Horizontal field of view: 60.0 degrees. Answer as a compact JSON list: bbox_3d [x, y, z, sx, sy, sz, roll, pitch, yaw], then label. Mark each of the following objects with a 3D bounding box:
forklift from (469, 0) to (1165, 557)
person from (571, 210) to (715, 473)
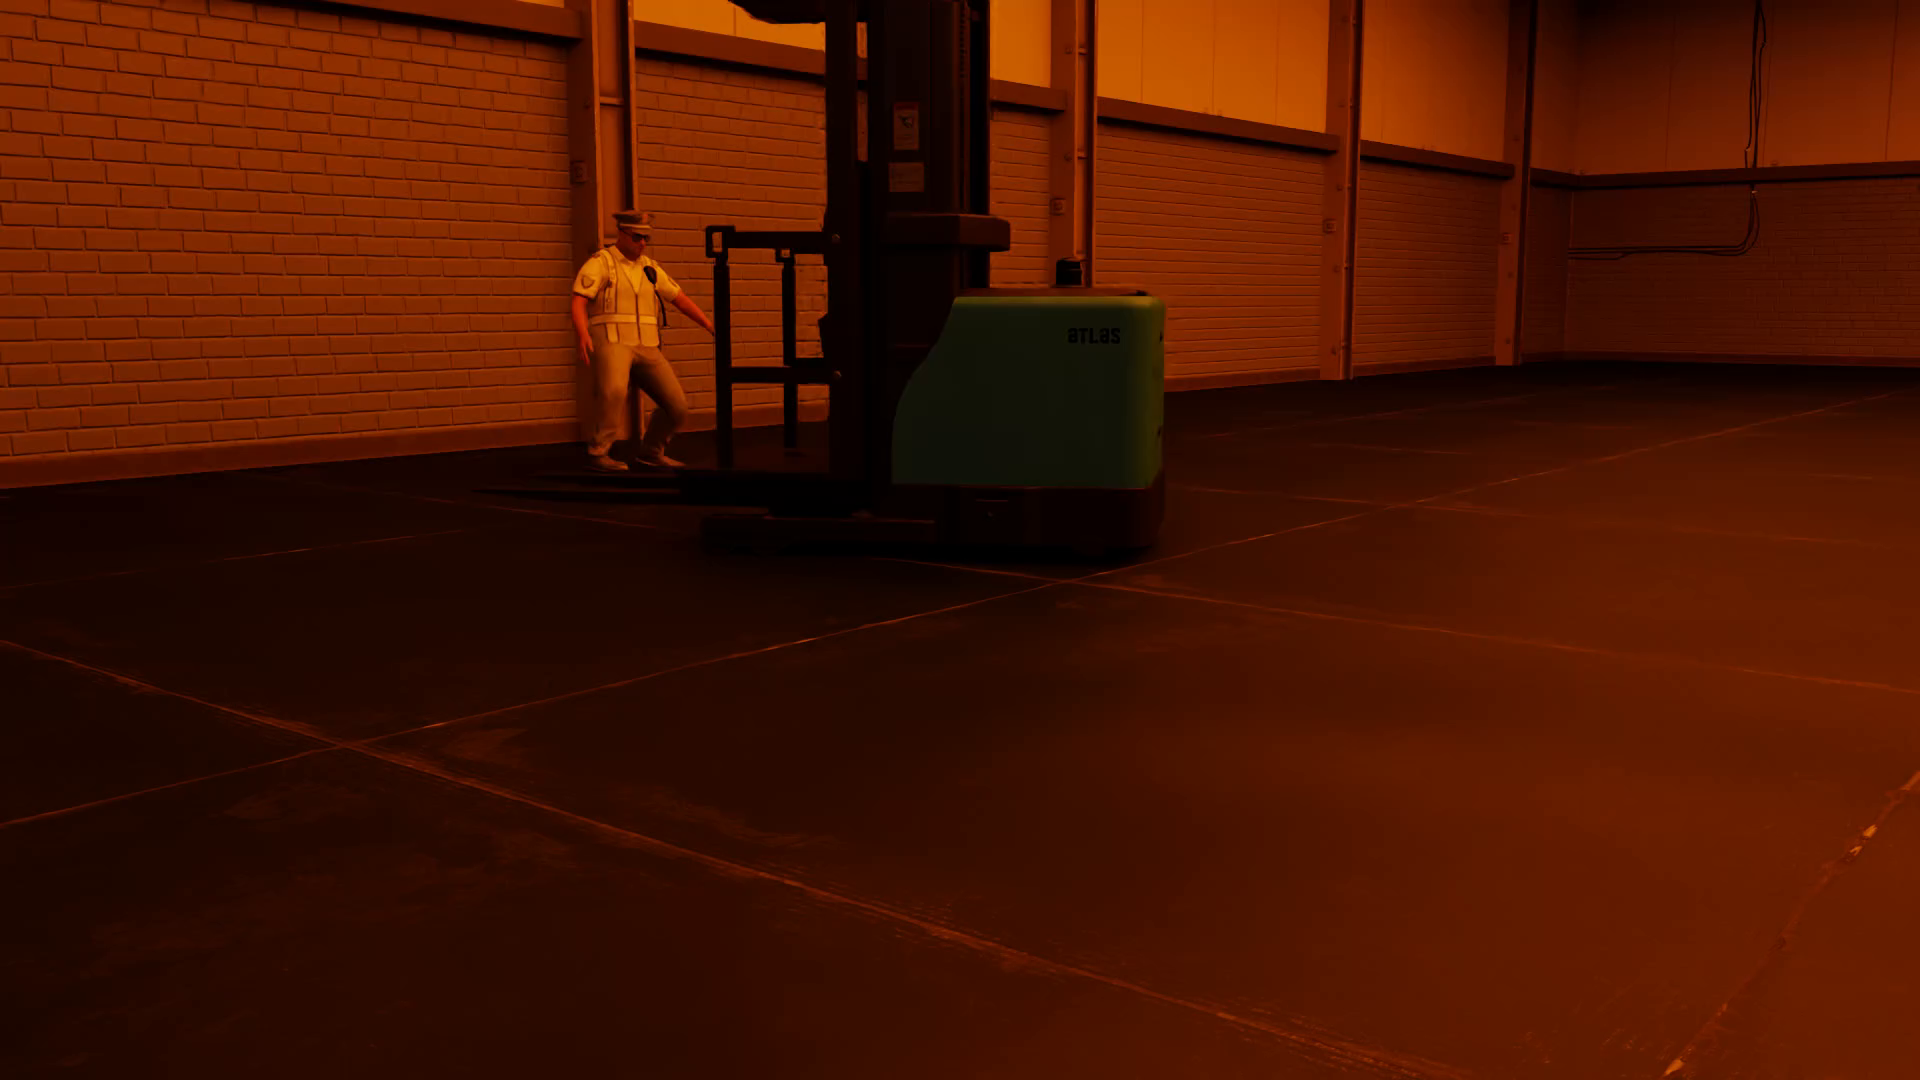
[{"bbox_3d":[-0.635,-1.459,7.256,3.031,2.935,1.130,2,8,10],"label":"forklift"},{"bbox_3d":[-1.947,-1.187,10.160,0.967,1.621,0.775,-7,11,-42],"label":"person"}]
